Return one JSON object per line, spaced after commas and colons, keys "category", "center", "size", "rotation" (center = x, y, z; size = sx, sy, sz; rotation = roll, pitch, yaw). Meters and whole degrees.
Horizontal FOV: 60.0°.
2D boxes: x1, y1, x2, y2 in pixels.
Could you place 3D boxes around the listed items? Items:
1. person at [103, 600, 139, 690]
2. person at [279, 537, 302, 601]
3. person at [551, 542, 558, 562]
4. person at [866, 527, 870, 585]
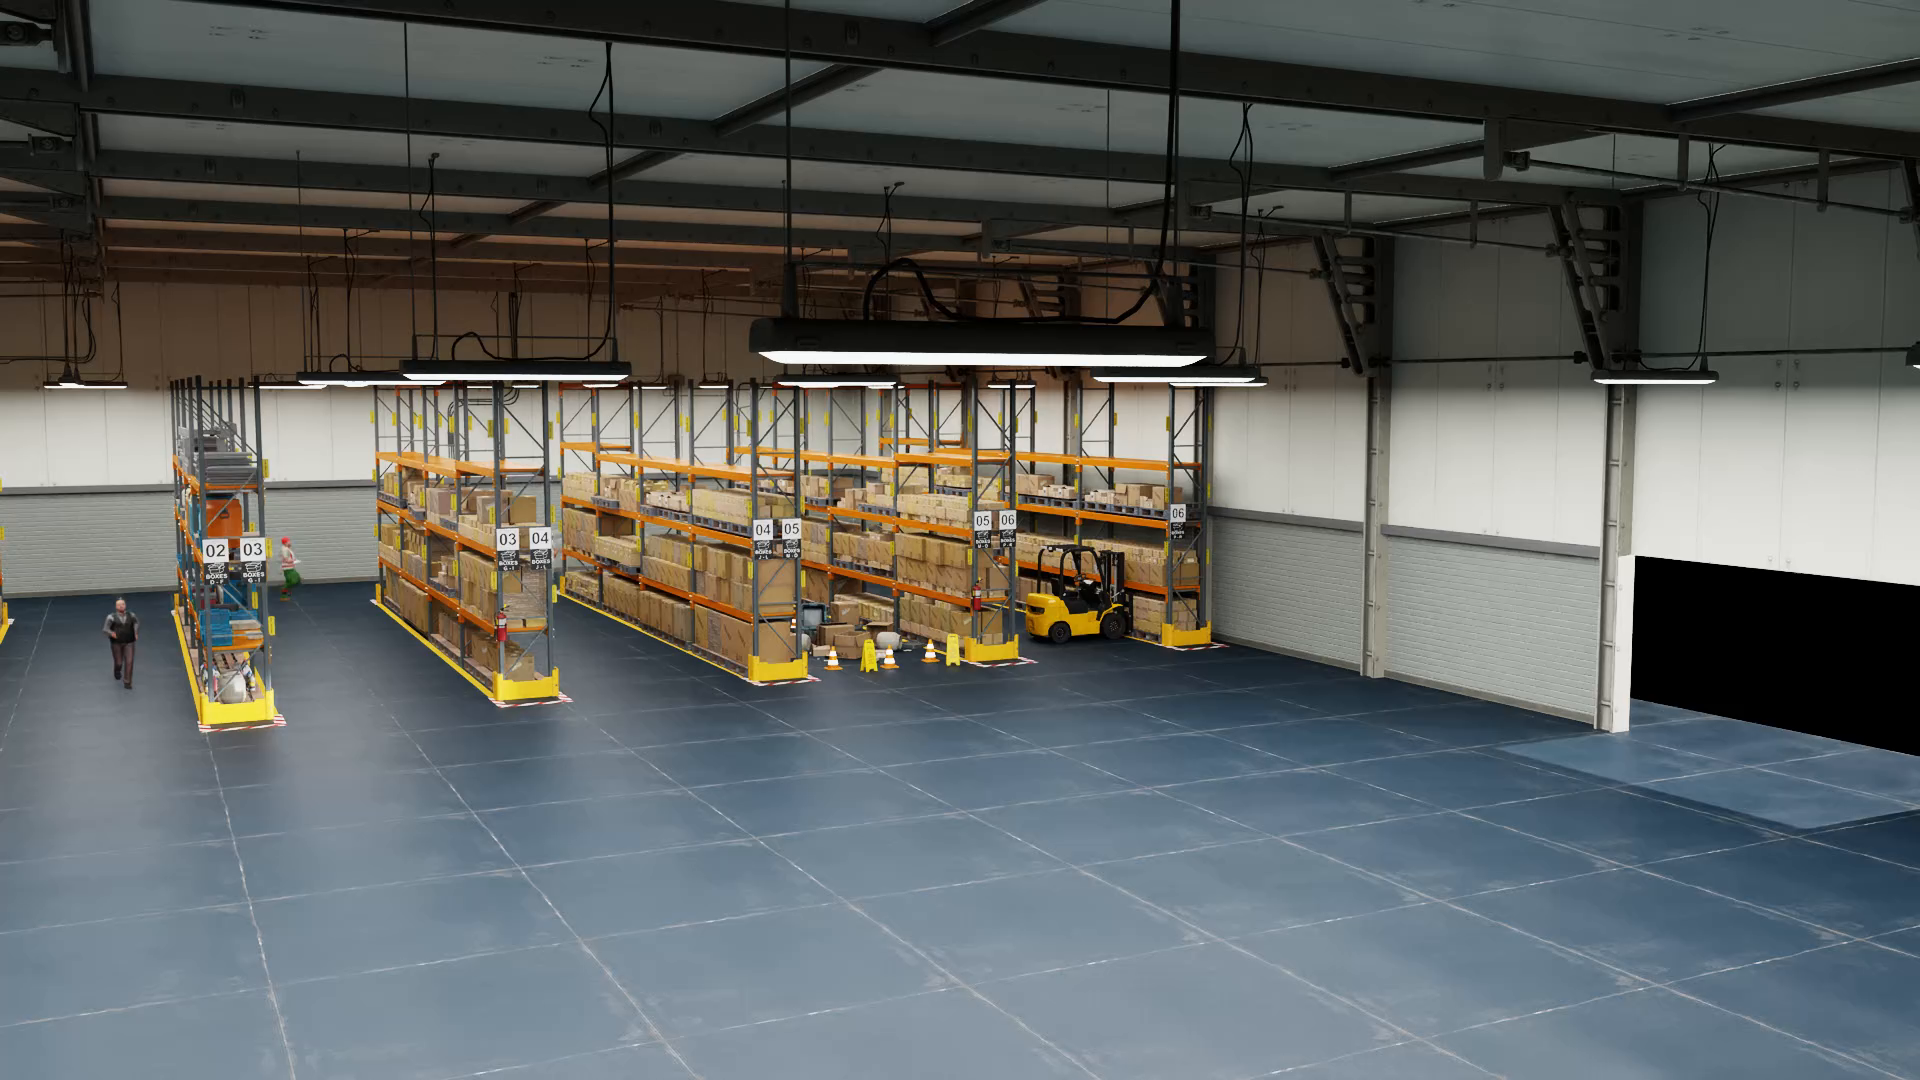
{"category": "person", "center": [-16.217, 2.012, 32.212], "size": [0.661, 1.714, 0.882], "rotation": [-4, 6, -36]}
{"category": "person", "center": [-18.356, 0.786, 45.575], "size": [0.619, 1.745, 0.643], "rotation": [-1, 5, -13]}
{"category": "person", "center": [-12.073, 0.597, 48.273], "size": [0.561, 1.690, 0.752], "rotation": [-4, 7, -40]}
{"category": "person", "center": [-2.635, 0.437, 47.251], "size": [0.615, 1.632, 0.670], "rotation": [-4, 6, -35]}
